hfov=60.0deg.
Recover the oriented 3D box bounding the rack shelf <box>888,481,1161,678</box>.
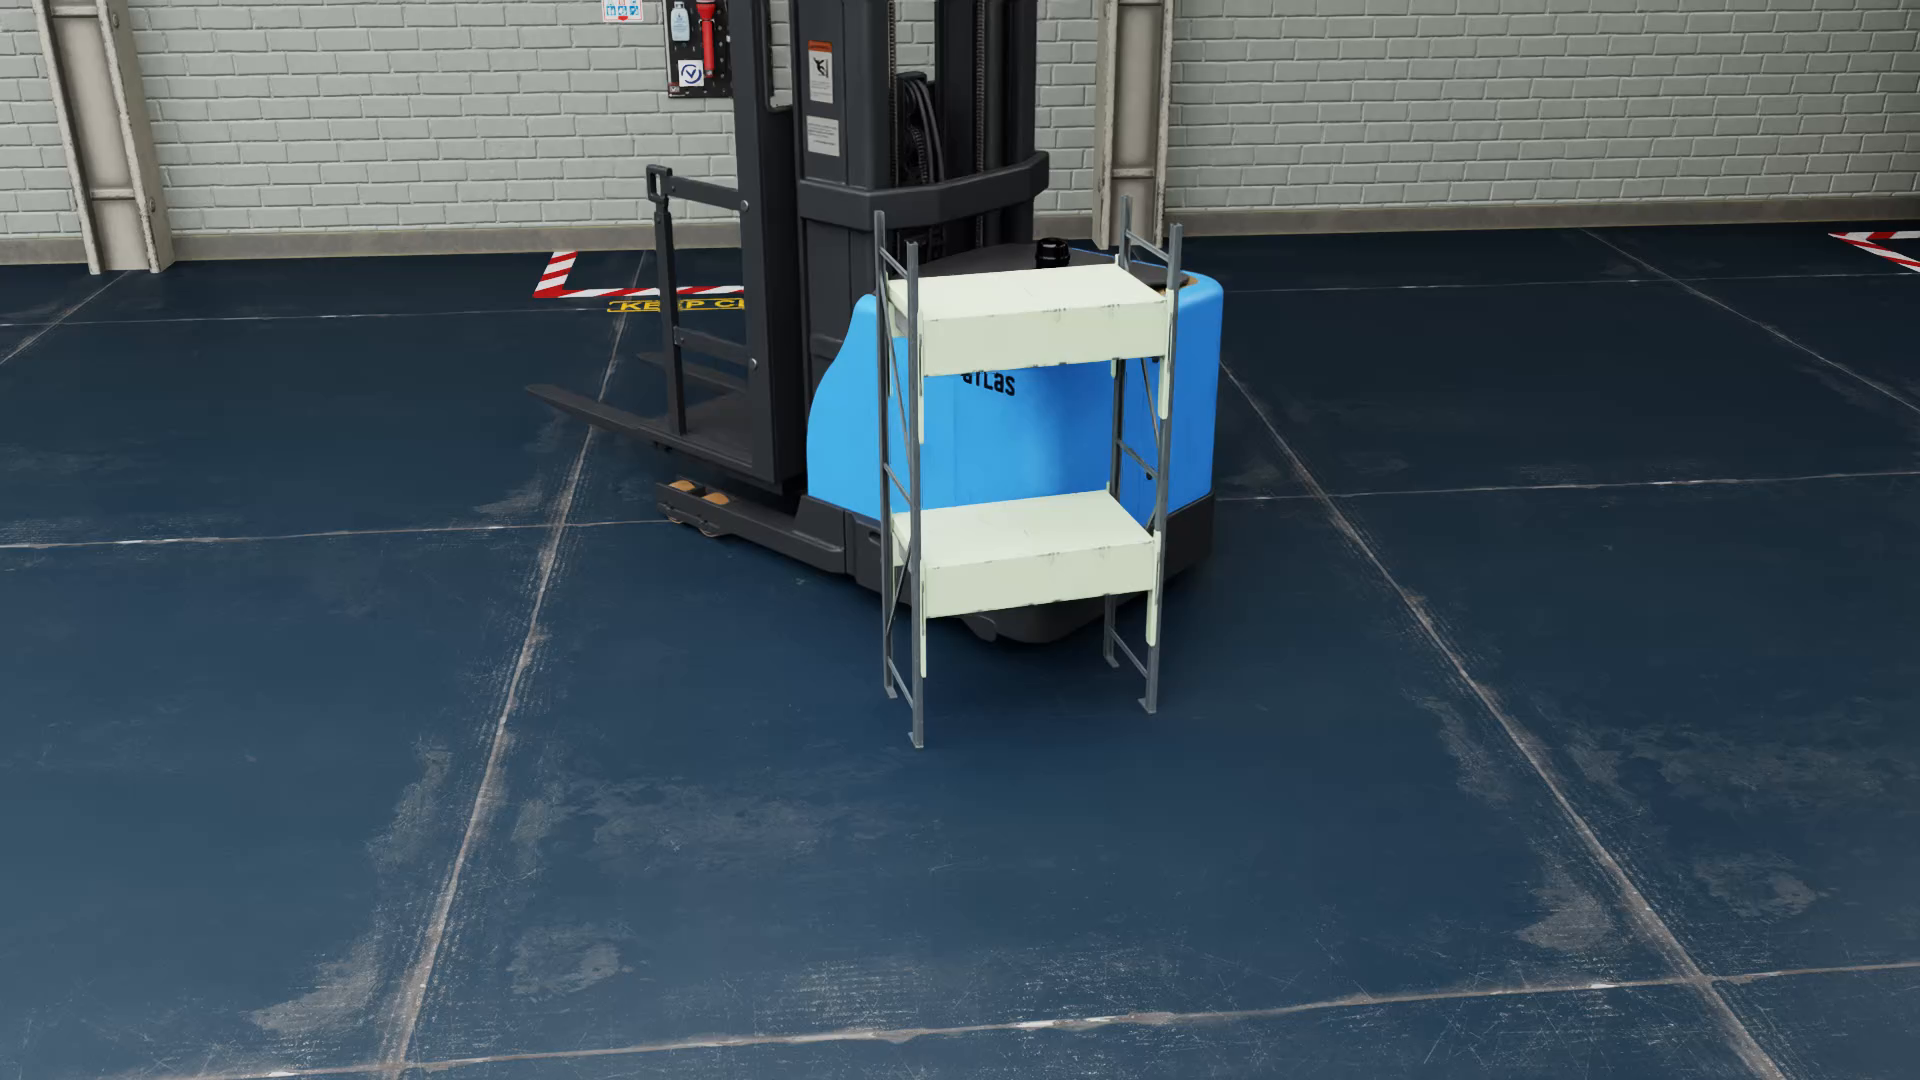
[{"bbox_3d":[0.179,0.106,4.967,0.720,0.370,0.431,-7,25,-15],"label":"rack shelf"}]

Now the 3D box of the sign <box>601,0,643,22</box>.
[{"bbox_3d":[-1.976,-3.192,9.695,0.234,0.329,0.001,-2,24,-5],"label":"sign"}]

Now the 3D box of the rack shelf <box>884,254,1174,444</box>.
[{"bbox_3d":[0.179,-0.548,4.676,0.720,0.370,0.431,-7,25,-15],"label":"rack shelf"}]

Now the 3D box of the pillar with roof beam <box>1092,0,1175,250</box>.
[{"bbox_3d":[1.470,-4.241,4.712,0.400,9.000,9.100,-2,24,-5],"label":"pillar with roof beam"}]

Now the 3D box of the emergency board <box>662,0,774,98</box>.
[{"bbox_3d":[-1.416,-3.156,9.658,0.643,1.169,0.194,-2,24,-5],"label":"emergency board"}]

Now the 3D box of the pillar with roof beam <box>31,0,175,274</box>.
[{"bbox_3d":[-4.501,-4.001,4.173,0.400,9.000,9.100,-2,24,-5],"label":"pillar with roof beam"}]

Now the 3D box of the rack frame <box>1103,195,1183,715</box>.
[{"bbox_3d":[0.531,-0.233,4.927,0.023,1.500,0.400,-7,25,-15],"label":"rack frame"}]

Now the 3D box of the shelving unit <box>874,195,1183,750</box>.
[{"bbox_3d":[0.179,-0.192,4.834,0.755,1.500,0.431,-7,25,-15],"label":"shelving unit"}]

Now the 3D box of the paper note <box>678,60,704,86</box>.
[{"bbox_3d":[-1.599,-2.774,9.883,0.142,0.148,0.016,-2,24,-5],"label":"paper note"}]

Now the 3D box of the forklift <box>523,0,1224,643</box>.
[{"bbox_3d":[-0.534,-1.491,5.995,3.031,2.935,1.130,20,31,37],"label":"forklift"}]

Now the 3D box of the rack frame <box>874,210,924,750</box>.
[{"bbox_3d":[-0.173,-0.150,4.742,0.023,1.500,0.400,-7,25,-15],"label":"rack frame"}]
